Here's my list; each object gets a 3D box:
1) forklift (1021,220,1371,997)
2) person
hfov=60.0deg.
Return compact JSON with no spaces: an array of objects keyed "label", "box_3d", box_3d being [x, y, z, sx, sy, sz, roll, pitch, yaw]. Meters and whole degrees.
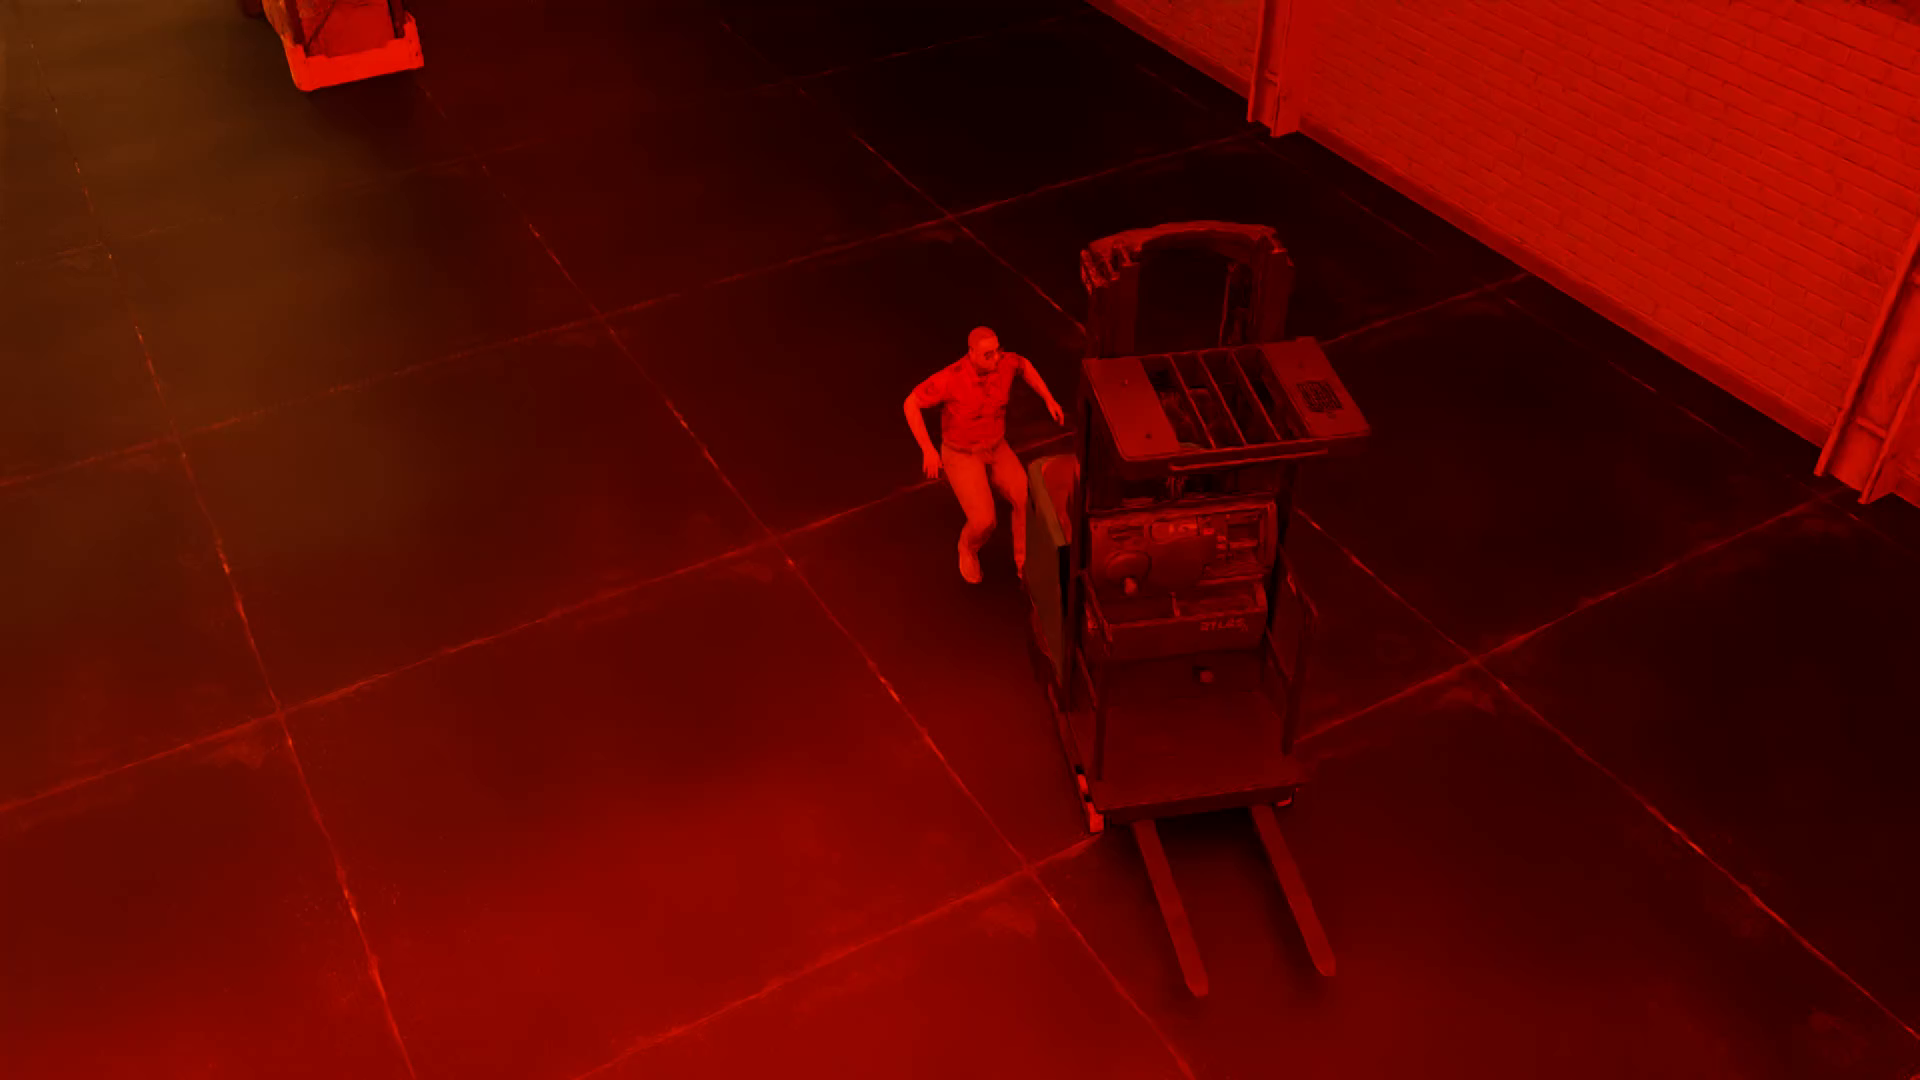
[{"label":"forklift","box_3d":[1.124,0.114,7.898,1.130,2.935,3.031,-7,40,-8]},{"label":"person","box_3d":[0.248,-0.443,9.600,1.029,1.608,0.812,-23,45,-26]}]
